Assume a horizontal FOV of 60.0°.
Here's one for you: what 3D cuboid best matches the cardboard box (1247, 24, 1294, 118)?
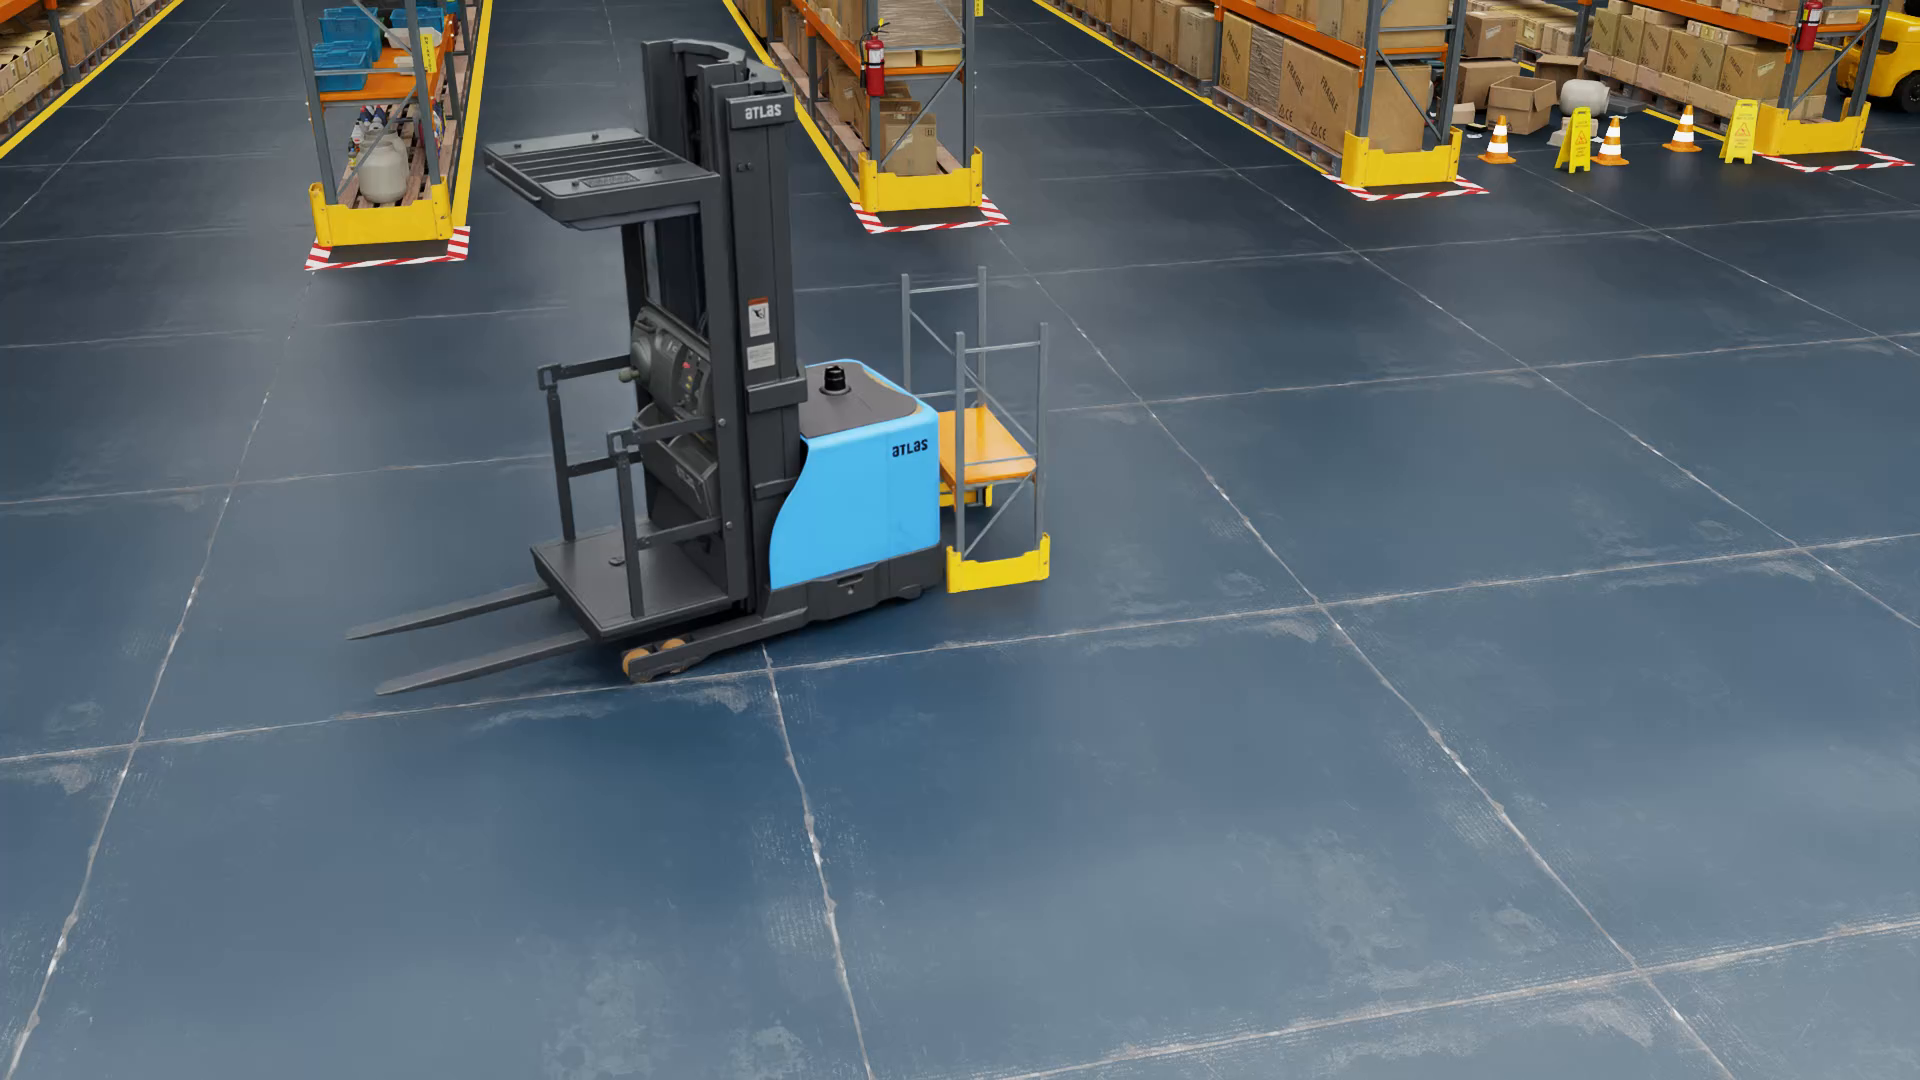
[{"bbox_3d":[3.871,-5.360,18.933,0.875,0.875,0.875,-6,27,-11],"label":"cardboard box"}]

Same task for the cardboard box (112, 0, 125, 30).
[{"bbox_3d":[-12.226,-7.523,23.612,0.500,0.500,0.500,-6,27,-11],"label":"cardboard box"}]

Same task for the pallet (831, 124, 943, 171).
[{"bbox_3d":[-0.800,-4.268,17.971,1.003,0.211,1.213,-6,27,-12],"label":"pallet"}]

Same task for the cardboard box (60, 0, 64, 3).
[{"bbox_3d":[-12.612,-7.238,23.048,0.500,0.500,0.500,-6,27,-11],"label":"cardboard box"}]

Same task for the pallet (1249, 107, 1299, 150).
[{"bbox_3d":[3.964,-4.676,18.781,1.003,0.211,1.213,-6,27,-12],"label":"pallet"}]

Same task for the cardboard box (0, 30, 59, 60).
[{"bbox_3d":[-11.461,-6.098,20.465,0.500,0.311,0.500,-5,27,-10],"label":"cardboard box"}]

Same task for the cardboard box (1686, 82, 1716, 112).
[{"bbox_3d":[8.738,-5.106,19.124,0.500,0.250,0.500,-6,27,-11],"label":"cardboard box"}]

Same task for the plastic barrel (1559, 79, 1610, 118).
[{"bbox_3d":[7.351,-5.194,19.570,0.512,0.421,0.421,13,30,24],"label":"plastic barrel"}]

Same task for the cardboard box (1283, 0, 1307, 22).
[{"bbox_3d":[4.055,-5.995,18.133,0.875,0.550,0.500,-6,27,-12],"label":"cardboard box"}]

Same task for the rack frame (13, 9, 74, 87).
[{"bbox_3d":[-11.818,-7.092,20.472,1.000,3.000,0.127,-6,27,-12],"label":"rack frame"}]

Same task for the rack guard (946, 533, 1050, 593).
[{"bbox_3d":[0.211,0.125,9.224,0.587,0.250,0.087,-8,28,-16],"label":"rack guard"}]

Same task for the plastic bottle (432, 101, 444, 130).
[{"bbox_3d":[-5.621,-4.514,17.815,0.144,0.351,0.185,-7,28,-14],"label":"plastic bottle"}]

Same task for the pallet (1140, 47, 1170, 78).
[{"bbox_3d":[3.065,-6.423,22.240,1.003,0.211,1.213,-6,27,-12],"label":"pallet"}]

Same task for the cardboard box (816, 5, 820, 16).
[{"bbox_3d":[-1.382,-5.885,18.360,0.380,0.149,0.250,-6,27,-12],"label":"cardboard box"}]

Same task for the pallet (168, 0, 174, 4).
[{"bbox_3d":[-13.424,-8.976,27.299,1.003,0.211,1.213,-6,27,-12],"label":"pallet"}]

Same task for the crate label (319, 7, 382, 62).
[{"bbox_3d":[-5.867,-4.878,16.046,0.502,0.435,0.616,-6,27,-12],"label":"crate label"}]

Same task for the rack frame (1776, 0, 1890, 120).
[{"bbox_3d":[9.292,-5.591,17.498,1.000,3.000,0.127,-6,27,-12],"label":"rack frame"}]

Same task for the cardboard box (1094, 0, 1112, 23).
[{"bbox_3d":[2.286,-7.890,24.360,0.500,0.500,0.500,-6,27,-12],"label":"cardboard box"}]

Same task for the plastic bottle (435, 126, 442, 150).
[{"bbox_3d":[-5.439,-4.171,17.224,0.097,0.271,0.097,0,27,0],"label":"plastic bottle"}]

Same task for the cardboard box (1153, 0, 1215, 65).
[{"bbox_3d":[3.149,-6.670,21.667,1.050,0.750,0.750,-6,27,-12],"label":"cardboard box"}]

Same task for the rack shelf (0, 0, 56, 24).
[{"bbox_3d":[-11.368,-5.893,18.895,1.077,0.370,4.000,-6,27,-12],"label":"rack shelf"}]

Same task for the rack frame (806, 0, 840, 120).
[{"bbox_3d":[-1.265,-6.340,18.983,1.000,3.000,0.127,-6,27,-12],"label":"rack frame"}]

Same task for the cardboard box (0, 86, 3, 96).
[{"bbox_3d":[-10.875,-4.973,18.238,0.500,0.311,0.500,-6,27,-12],"label":"cardboard box"}]

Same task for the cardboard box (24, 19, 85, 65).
[{"bbox_3d":[-11.643,-6.401,21.390,0.500,0.500,0.500,-5,27,-9],"label":"cardboard box"}]

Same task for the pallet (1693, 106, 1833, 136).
[{"bbox_3d":[9.126,-4.739,18.906,1.003,0.211,1.213,-6,27,-12],"label":"pallet"}]

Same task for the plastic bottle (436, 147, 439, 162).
[{"bbox_3d":[-5.317,-3.902,16.768,0.097,0.201,0.097,0,27,0],"label":"plastic bottle"}]

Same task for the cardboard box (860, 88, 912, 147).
[{"bbox_3d":[-0.778,-4.468,17.580,0.500,0.500,0.500,-3,27,-7],"label":"cardboard box"}]

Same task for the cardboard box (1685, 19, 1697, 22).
[{"bbox_3d":[9.018,-5.962,19.986,0.500,0.500,0.500,-5,27,-9],"label":"cardboard box"}]

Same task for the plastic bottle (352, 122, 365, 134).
[{"bbox_3d":[-6.132,-4.104,17.003,0.144,0.351,0.185,-5,27,-9],"label":"plastic bottle"}]

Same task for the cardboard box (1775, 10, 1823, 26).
[{"bbox_3d":[8.999,-5.621,17.836,0.380,0.149,0.250,-5,27,-10],"label":"cardboard box"}]

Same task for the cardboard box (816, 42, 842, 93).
[{"bbox_3d":[-1.382,-5.693,19.985,0.700,0.500,0.500,-8,28,-16],"label":"cardboard box"}]

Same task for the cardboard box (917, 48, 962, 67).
[{"bbox_3d":[-0.195,-4.622,15.856,0.380,0.149,0.250,-6,27,-12],"label":"cardboard box"}]

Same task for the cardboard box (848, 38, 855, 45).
[{"bbox_3d":[-0.926,-5.124,16.851,0.380,0.149,0.250,-6,27,-12],"label":"cardboard box"}]

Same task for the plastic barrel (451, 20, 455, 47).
[{"bbox_3d":[-7.119,-7.025,22.282,0.600,0.830,0.708,-6,27,-12],"label":"plastic barrel"}]

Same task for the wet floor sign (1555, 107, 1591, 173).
[{"bbox_3d":[6.427,-4.181,17.318,0.267,0.644,0.232,-11,29,-20],"label":"wet floor sign"}]

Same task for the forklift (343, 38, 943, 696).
[{"bbox_3d":[-1.621,-0.864,8.210,3.031,2.935,1.130,-15,31,-28],"label":"forklift"}]

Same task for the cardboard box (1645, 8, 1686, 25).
[{"bbox_3d":[8.411,-6.240,19.818,0.380,0.149,0.250,-4,27,-9],"label":"cardboard box"}]

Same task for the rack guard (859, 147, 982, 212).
[{"bbox_3d":[-0.380,-3.502,16.133,1.175,0.500,0.348,-6,27,-12],"label":"rack guard"}]

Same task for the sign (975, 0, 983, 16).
[{"bbox_3d":[0.165,-5.026,15.418,0.100,0.325,0.005,-6,27,-12],"label":"sign"}]

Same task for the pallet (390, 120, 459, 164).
[{"bbox_3d":[-5.980,-4.294,18.022,1.003,0.211,1.213,-6,27,-12],"label":"pallet"}]

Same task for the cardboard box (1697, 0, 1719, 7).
[{"bbox_3d":[8.643,-6.175,18.935,0.380,0.149,0.250,-6,27,-12],"label":"cardboard box"}]

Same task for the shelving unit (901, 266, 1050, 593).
[{"bbox_3d":[0.059,-0.646,9.366,0.587,1.500,1.083,-8,28,-16],"label":"shelving unit"}]

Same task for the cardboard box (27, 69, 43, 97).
[{"bbox_3d":[-11.232,-5.399,19.703,0.500,0.250,0.500,-5,27,-10],"label":"cardboard box"}]

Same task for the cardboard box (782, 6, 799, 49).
[{"bbox_3d":[-1.996,-6.885,22.347,0.700,0.500,0.500,-7,28,-14],"label":"cardboard box"}]

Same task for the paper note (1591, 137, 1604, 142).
[{"bbox_3d":[7.139,-4.478,18.588,0.148,0.019,0.142,-16,31,-29],"label":"paper note"}]

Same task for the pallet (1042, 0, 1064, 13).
[{"bbox_3d":[1.964,-8.725,26.802,1.003,0.211,1.213,-6,27,-12],"label":"pallet"}]

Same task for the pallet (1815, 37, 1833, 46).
[{"bbox_3d":[12.743,-7.464,24.303,1.003,0.211,1.213,-6,27,-12],"label":"pallet"}]

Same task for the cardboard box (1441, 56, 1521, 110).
[{"bbox_3d":[6.211,-5.461,19.860,0.797,0.637,0.503,-6,27,-12],"label":"cardboard box"}]

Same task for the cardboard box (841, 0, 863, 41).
[{"bbox_3d":[-0.690,-5.213,16.309,0.875,0.500,0.500,-6,27,-12],"label":"cardboard box"}]

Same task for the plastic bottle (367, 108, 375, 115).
[{"bbox_3d":[-6.346,-4.494,17.860,0.152,0.276,0.135,-5,27,-10],"label":"plastic bottle"}]

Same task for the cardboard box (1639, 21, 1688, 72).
[{"bbox_3d":[8.508,-5.893,19.851,0.500,0.500,0.500,-5,27,-9],"label":"cardboard box"}]

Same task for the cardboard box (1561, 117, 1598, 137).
[{"bbox_3d":[7.029,-4.688,18.873,0.380,0.149,0.250,8,28,15],"label":"cardboard box"}]

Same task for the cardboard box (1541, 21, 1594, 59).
[{"bbox_3d":[8.270,-6.591,21.930,0.950,0.372,0.625,-6,27,-11],"label":"cardboard box"}]

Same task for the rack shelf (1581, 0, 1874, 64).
[{"bbox_3d":[8.841,-6.148,19.399,1.077,0.370,4.000,-6,27,-12],"label":"rack shelf"}]

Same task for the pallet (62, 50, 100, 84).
[{"bbox_3d":[-11.950,-6.179,21.758,1.003,0.211,1.213,-6,27,-12],"label":"pallet"}]
